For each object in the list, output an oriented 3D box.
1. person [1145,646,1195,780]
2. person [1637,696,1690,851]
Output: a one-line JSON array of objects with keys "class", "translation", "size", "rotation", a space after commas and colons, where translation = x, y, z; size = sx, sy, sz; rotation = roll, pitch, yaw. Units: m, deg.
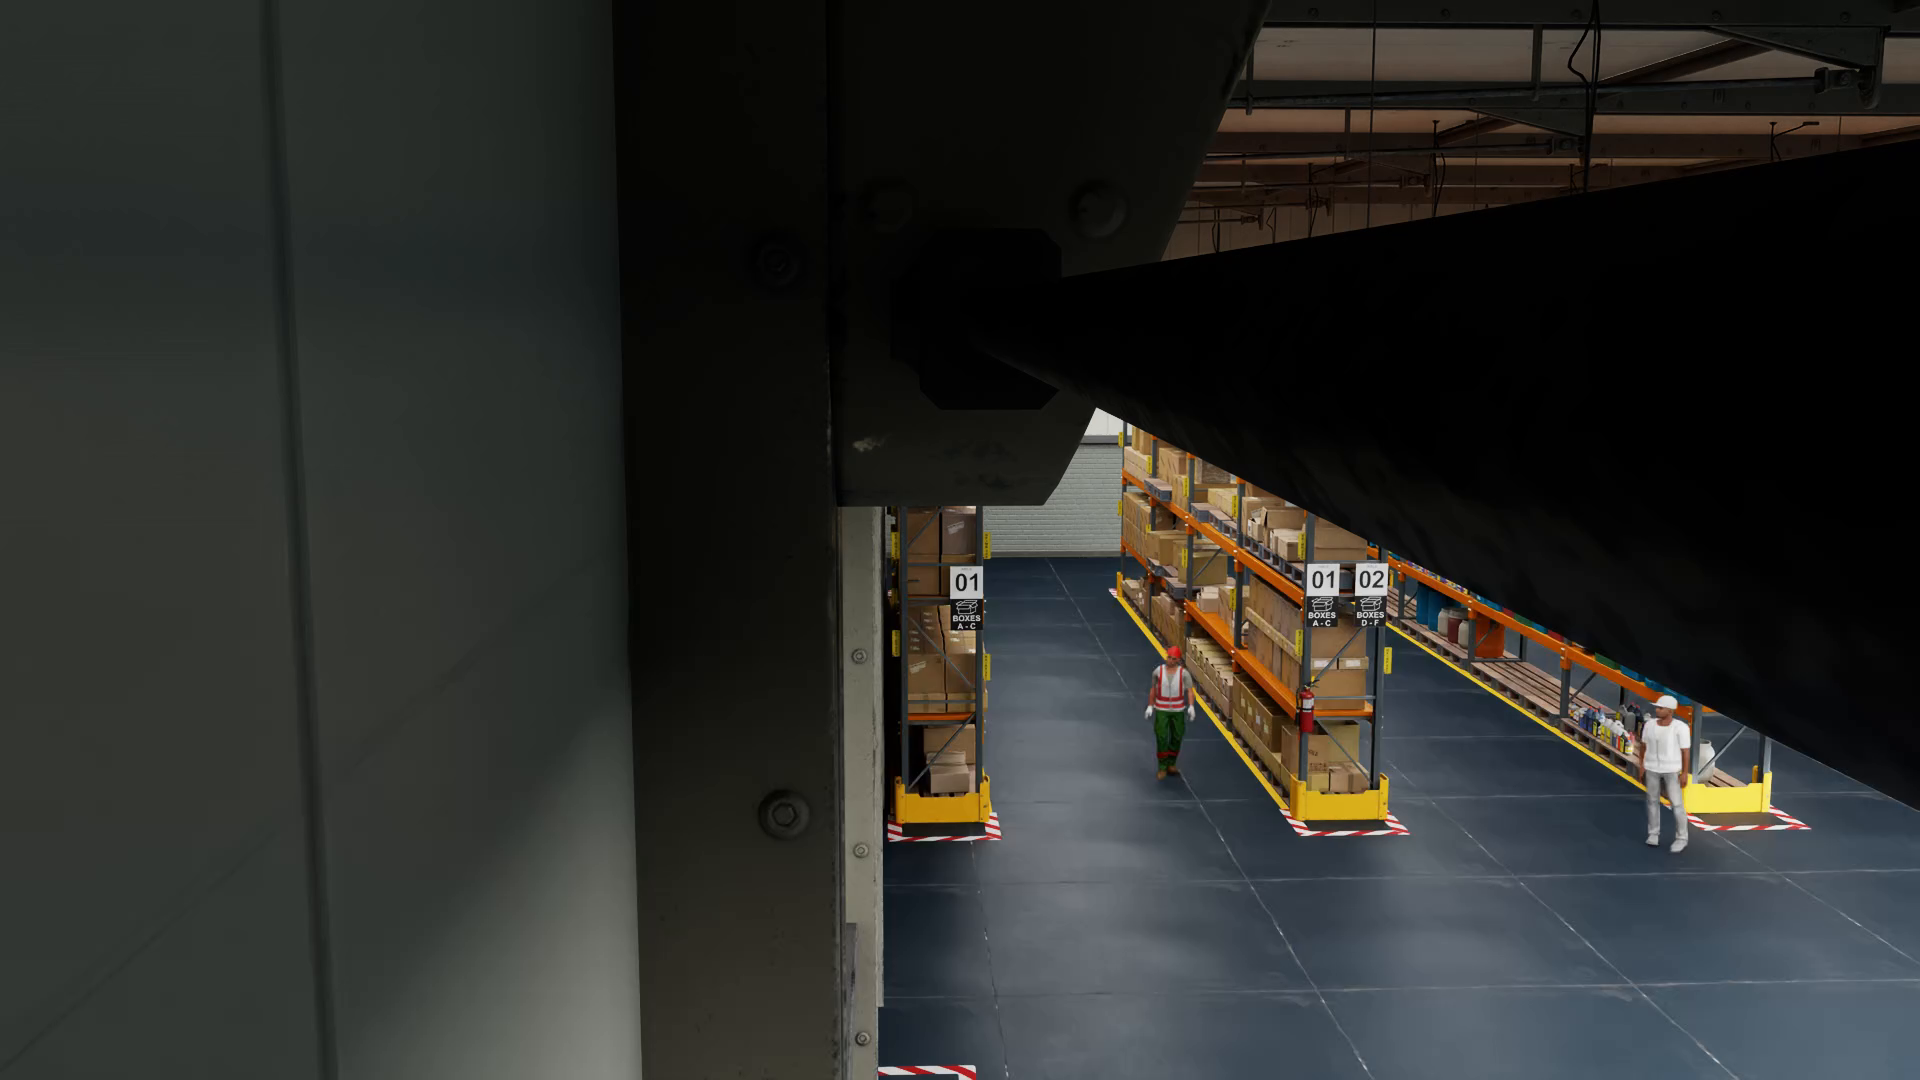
[{"class": "person", "translation": [2.836, 2.325, 22.415], "size": [0.633, 1.803, 0.567], "rotation": [0, 8, -1]}, {"class": "person", "translation": [8.287, 2.716, 19.576], "size": [0.614, 1.768, 0.469], "rotation": [6, 10, 37]}]
